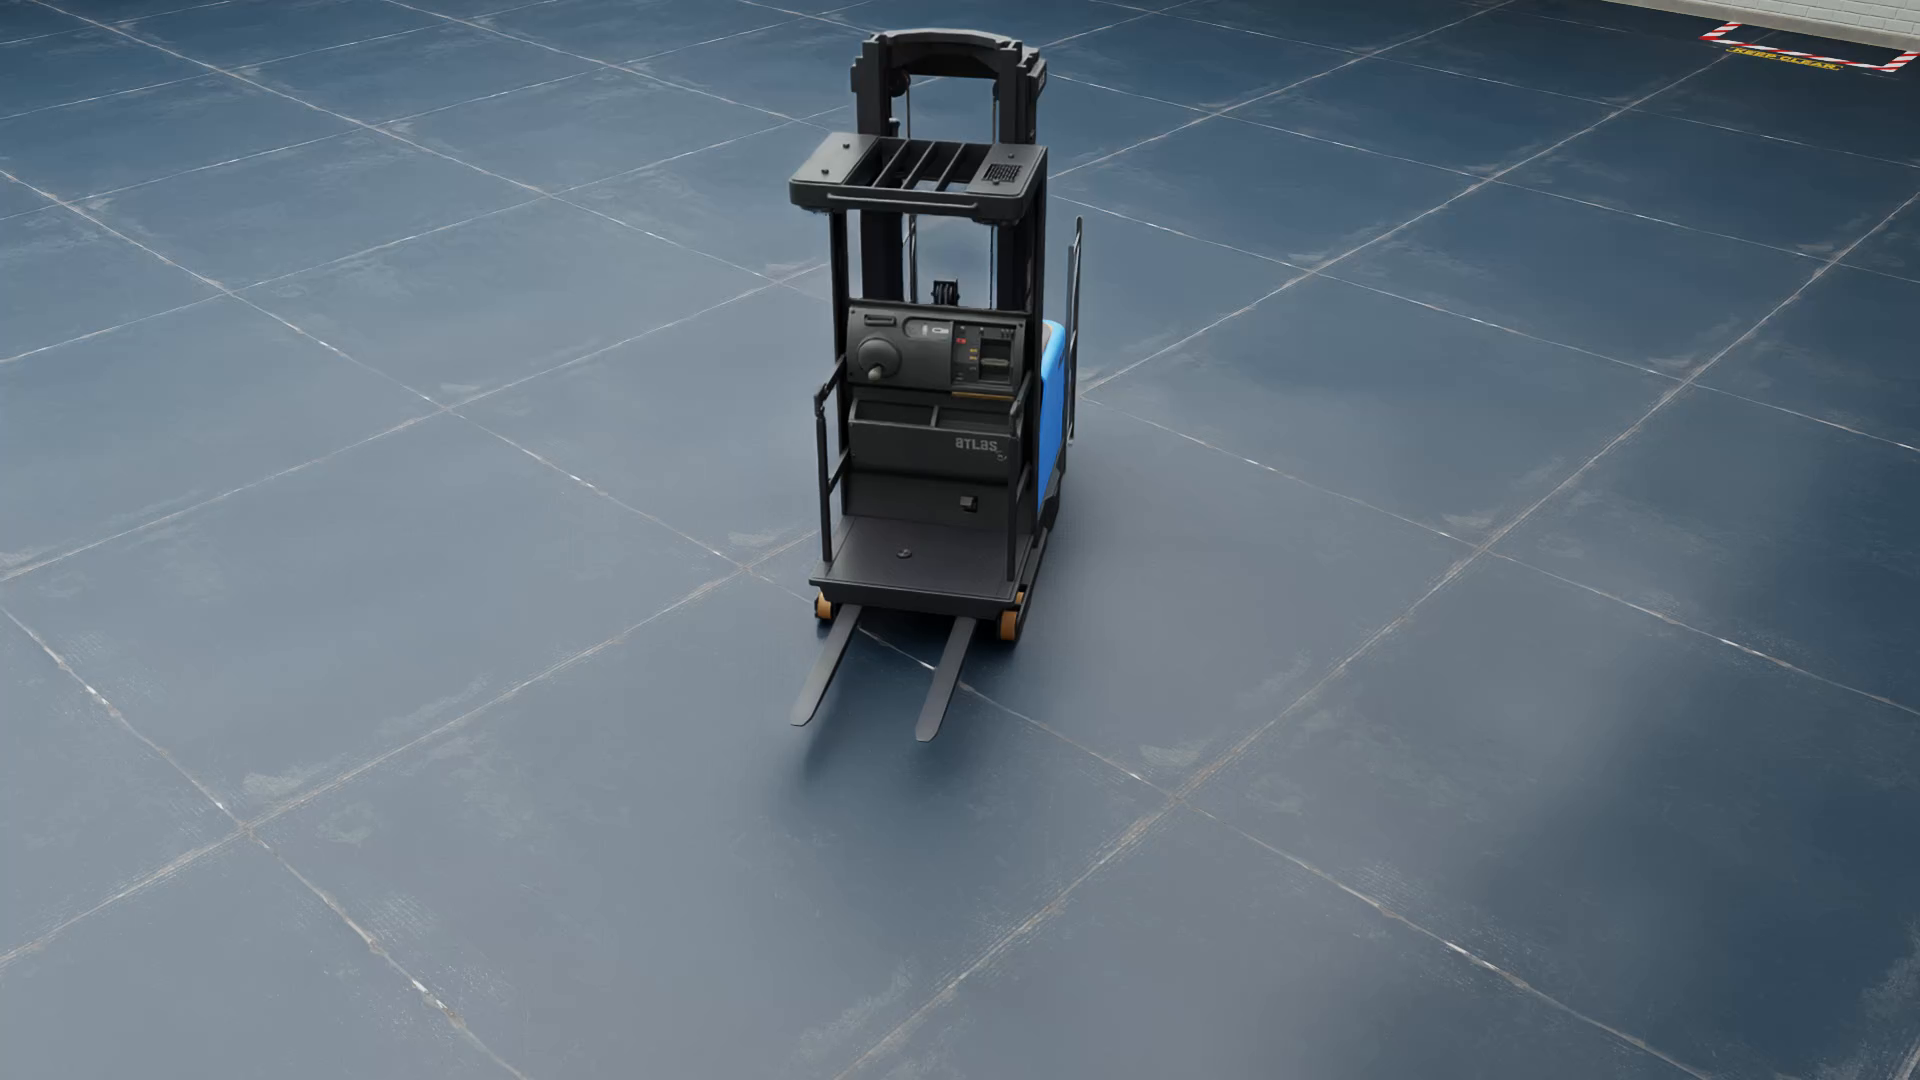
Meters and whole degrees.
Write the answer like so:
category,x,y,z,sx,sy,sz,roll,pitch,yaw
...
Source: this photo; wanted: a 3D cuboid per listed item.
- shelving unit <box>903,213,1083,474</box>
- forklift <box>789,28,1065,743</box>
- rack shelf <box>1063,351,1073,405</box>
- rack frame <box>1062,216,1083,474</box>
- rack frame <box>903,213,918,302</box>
category,x,y,z,sx,sy,sz,roll,pitch,yaw
shelving unit,0.183,-1.229,10.282,1.048,1.500,0.538,5,31,8
forklift,-0.167,-0.928,8.395,1.130,2.935,3.031,6,32,10
rack shelf,0.183,-1.075,10.375,1.000,0.185,0.538,5,31,8
rack frame,0.684,-1.186,10.210,0.032,1.500,0.500,5,31,8
rack frame,-0.319,-1.273,10.355,0.032,1.500,0.500,5,31,8
